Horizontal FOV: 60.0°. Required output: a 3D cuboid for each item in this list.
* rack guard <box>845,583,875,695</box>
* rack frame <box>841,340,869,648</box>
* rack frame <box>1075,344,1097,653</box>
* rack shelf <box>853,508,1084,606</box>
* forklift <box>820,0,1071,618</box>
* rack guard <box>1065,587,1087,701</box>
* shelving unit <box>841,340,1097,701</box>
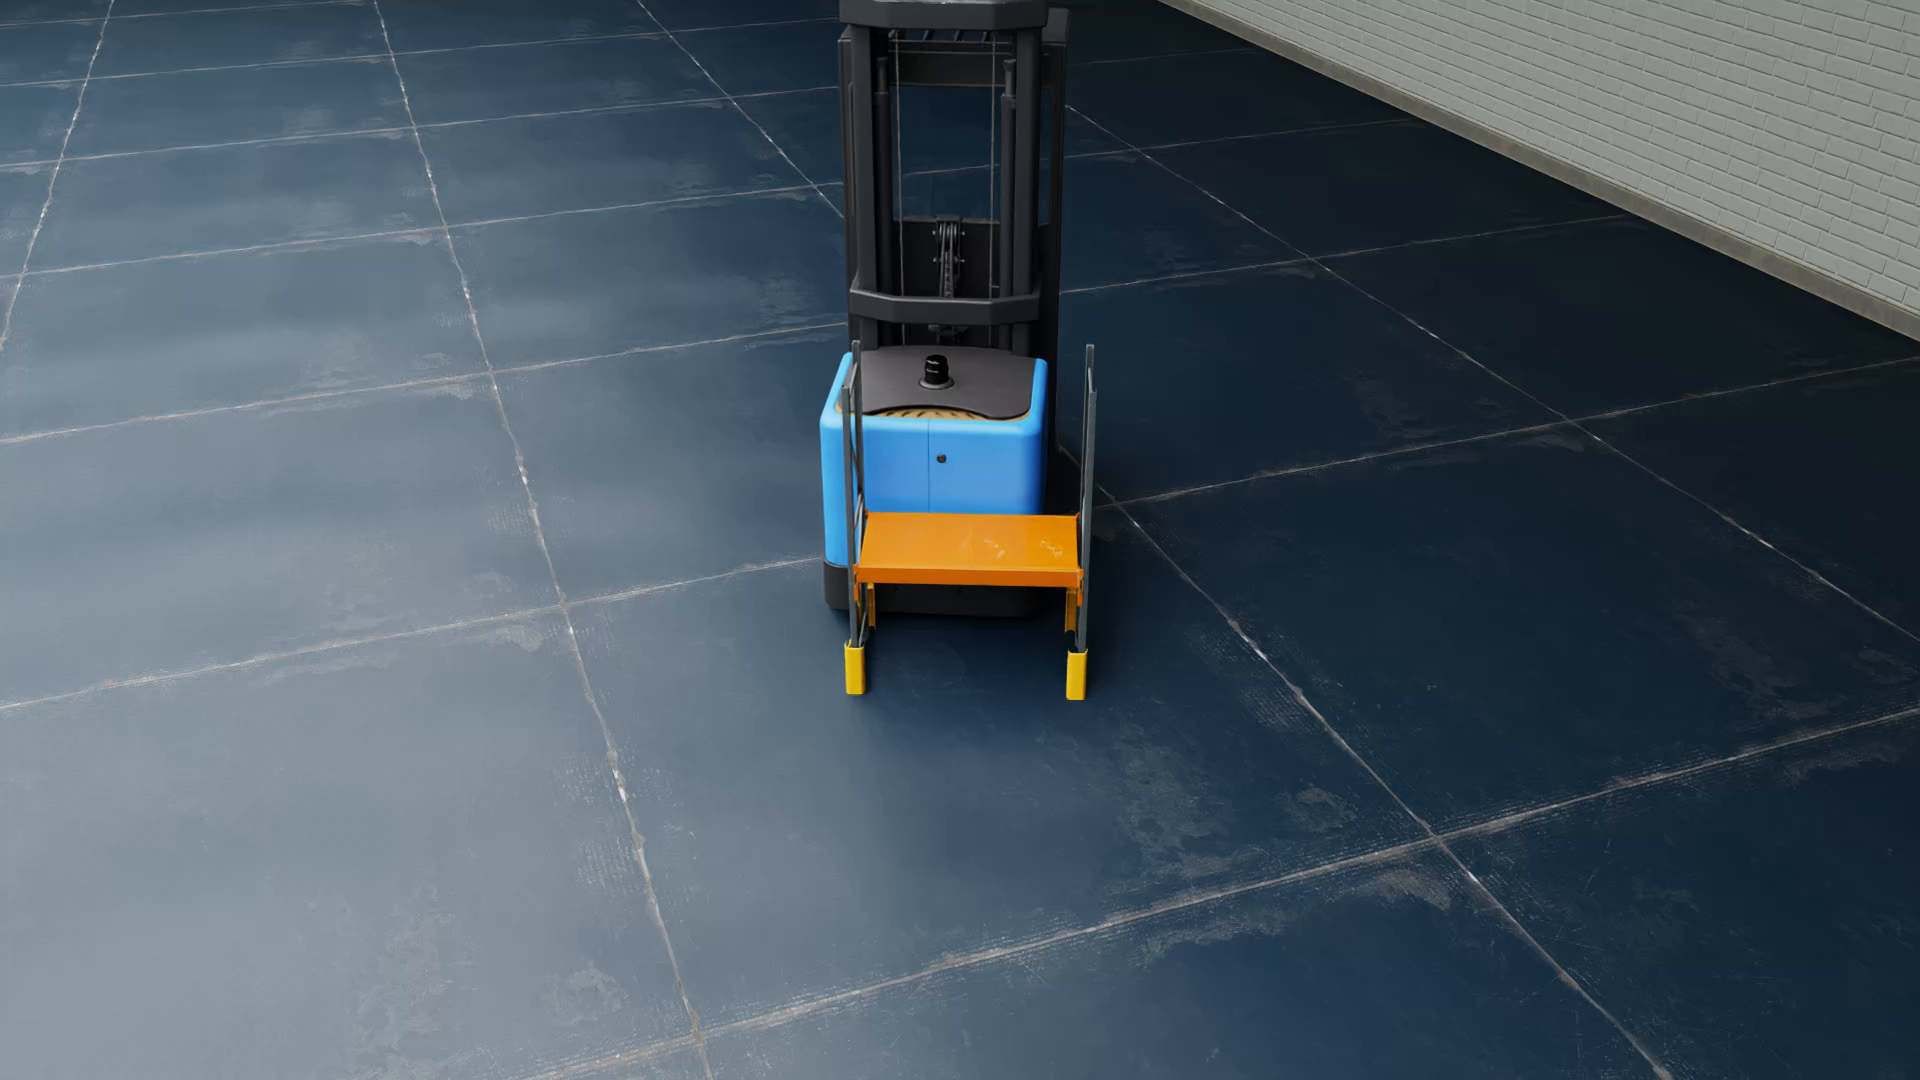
[{"bbox_3d":[-0.461,0.448,7.711,0.087,0.250,0.587,1,30,2],"label":"rack guard"},{"bbox_3d":[-0.462,-0.095,7.402,0.032,1.500,0.500,1,30,2],"label":"rack frame"},{"bbox_3d":[0.554,-0.073,7.364,0.032,1.500,0.500,1,30,2],"label":"rack frame"},{"bbox_3d":[0.046,0.072,7.472,1.000,0.185,0.538,1,30,2],"label":"rack shelf"},{"bbox_3d":[-0.014,-1.604,8.604,1.130,2.935,3.031,2,30,4],"label":"forklift"},{"bbox_3d":[0.534,0.469,7.674,0.087,0.250,0.587,1,30,2],"label":"rack guard"},{"bbox_3d":[0.037,-0.084,7.383,1.083,1.500,0.587,1,30,2],"label":"shelving unit"}]
